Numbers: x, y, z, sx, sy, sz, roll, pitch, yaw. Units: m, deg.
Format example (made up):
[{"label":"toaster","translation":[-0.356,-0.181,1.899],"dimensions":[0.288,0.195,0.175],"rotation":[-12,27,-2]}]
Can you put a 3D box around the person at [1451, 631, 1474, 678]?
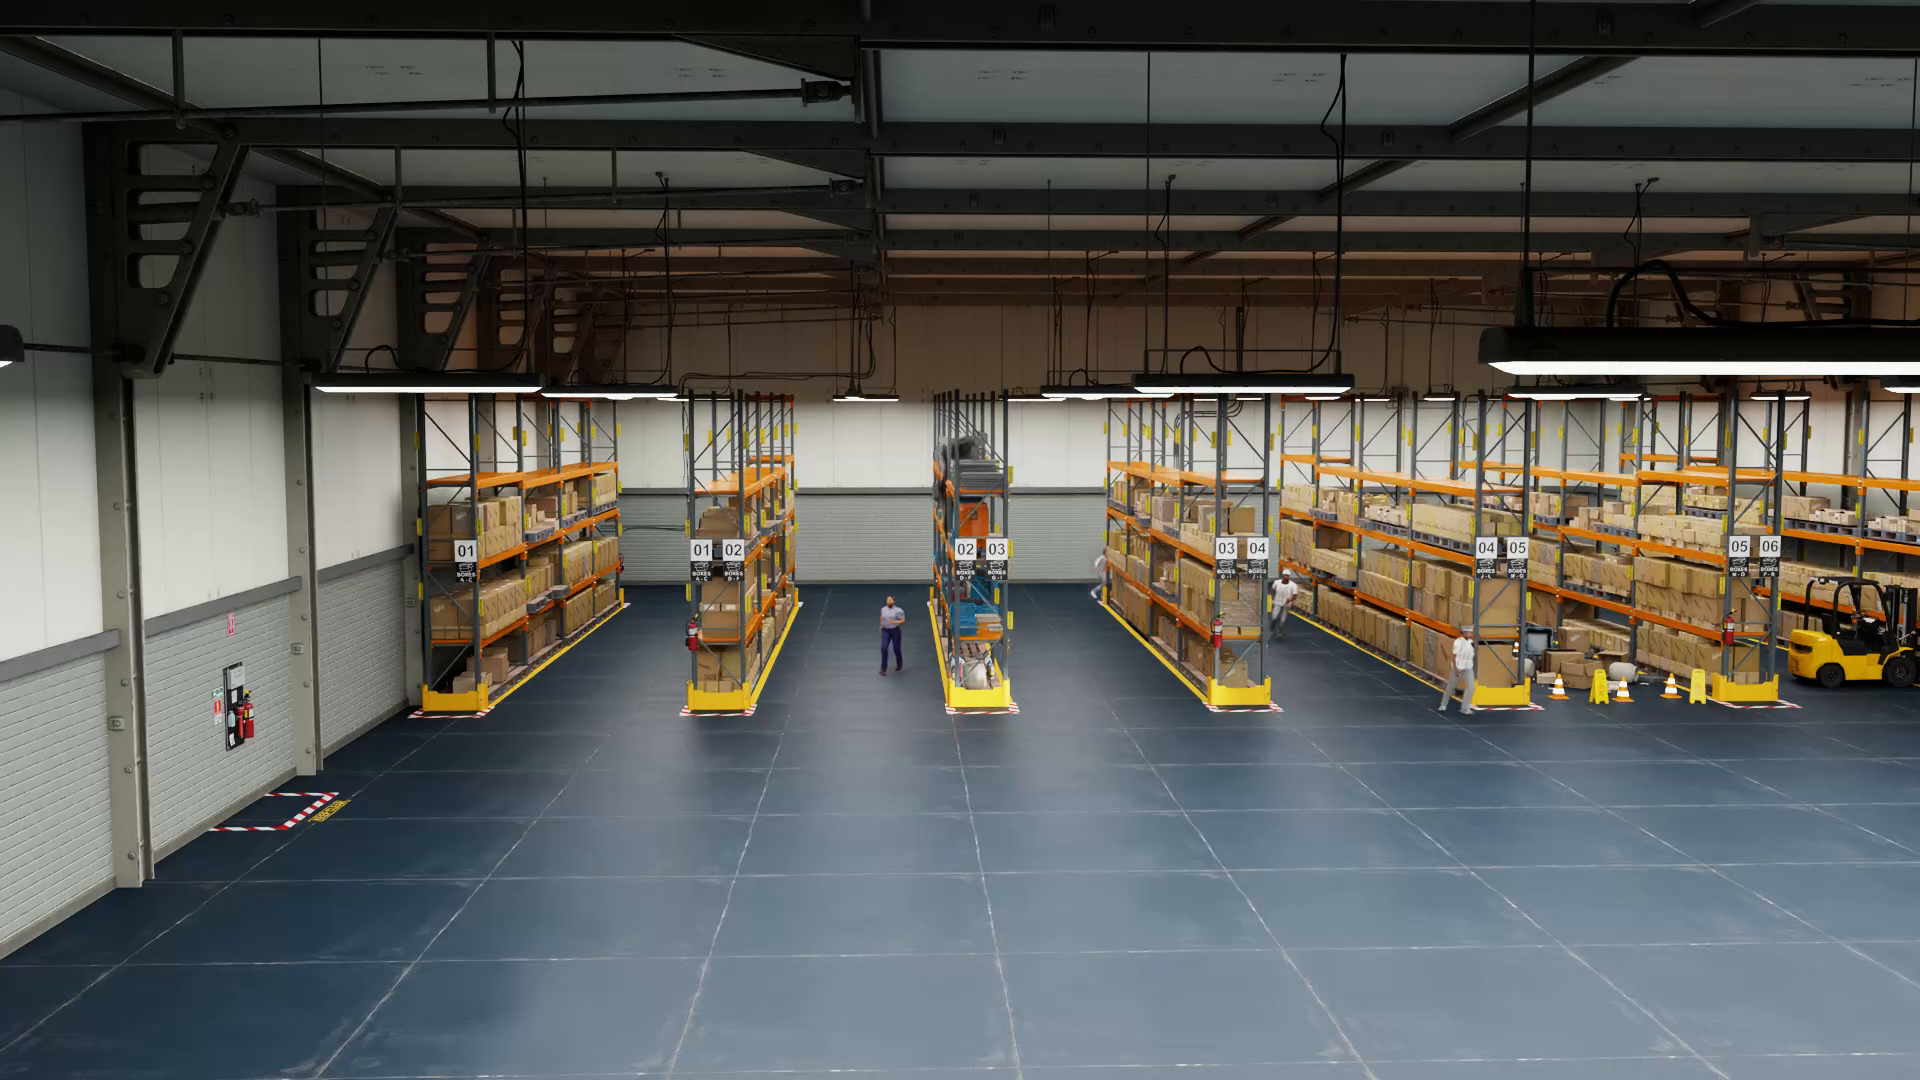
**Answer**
[{"label":"person","translation":[9.323,2.081,30.822],"dimensions":[0.480,0.995,0.366],"rotation":[-2,5,-18]}]

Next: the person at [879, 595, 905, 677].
[{"label":"person","translation":[6.032,1.934,36.212],"dimensions":[14.646,1.693,6.243],"rotation":[1,5,14]}]

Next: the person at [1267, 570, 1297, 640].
[{"label":"person","translation":[7.773,1.562,40.229],"dimensions":[0.759,1.705,0.802],"rotation":[1,5,16]}]

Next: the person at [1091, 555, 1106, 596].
[{"label":"person","translation":[4.166,1.040,48.845],"dimensions":[0.482,1.216,0.580],"rotation":[3,6,35]}]
